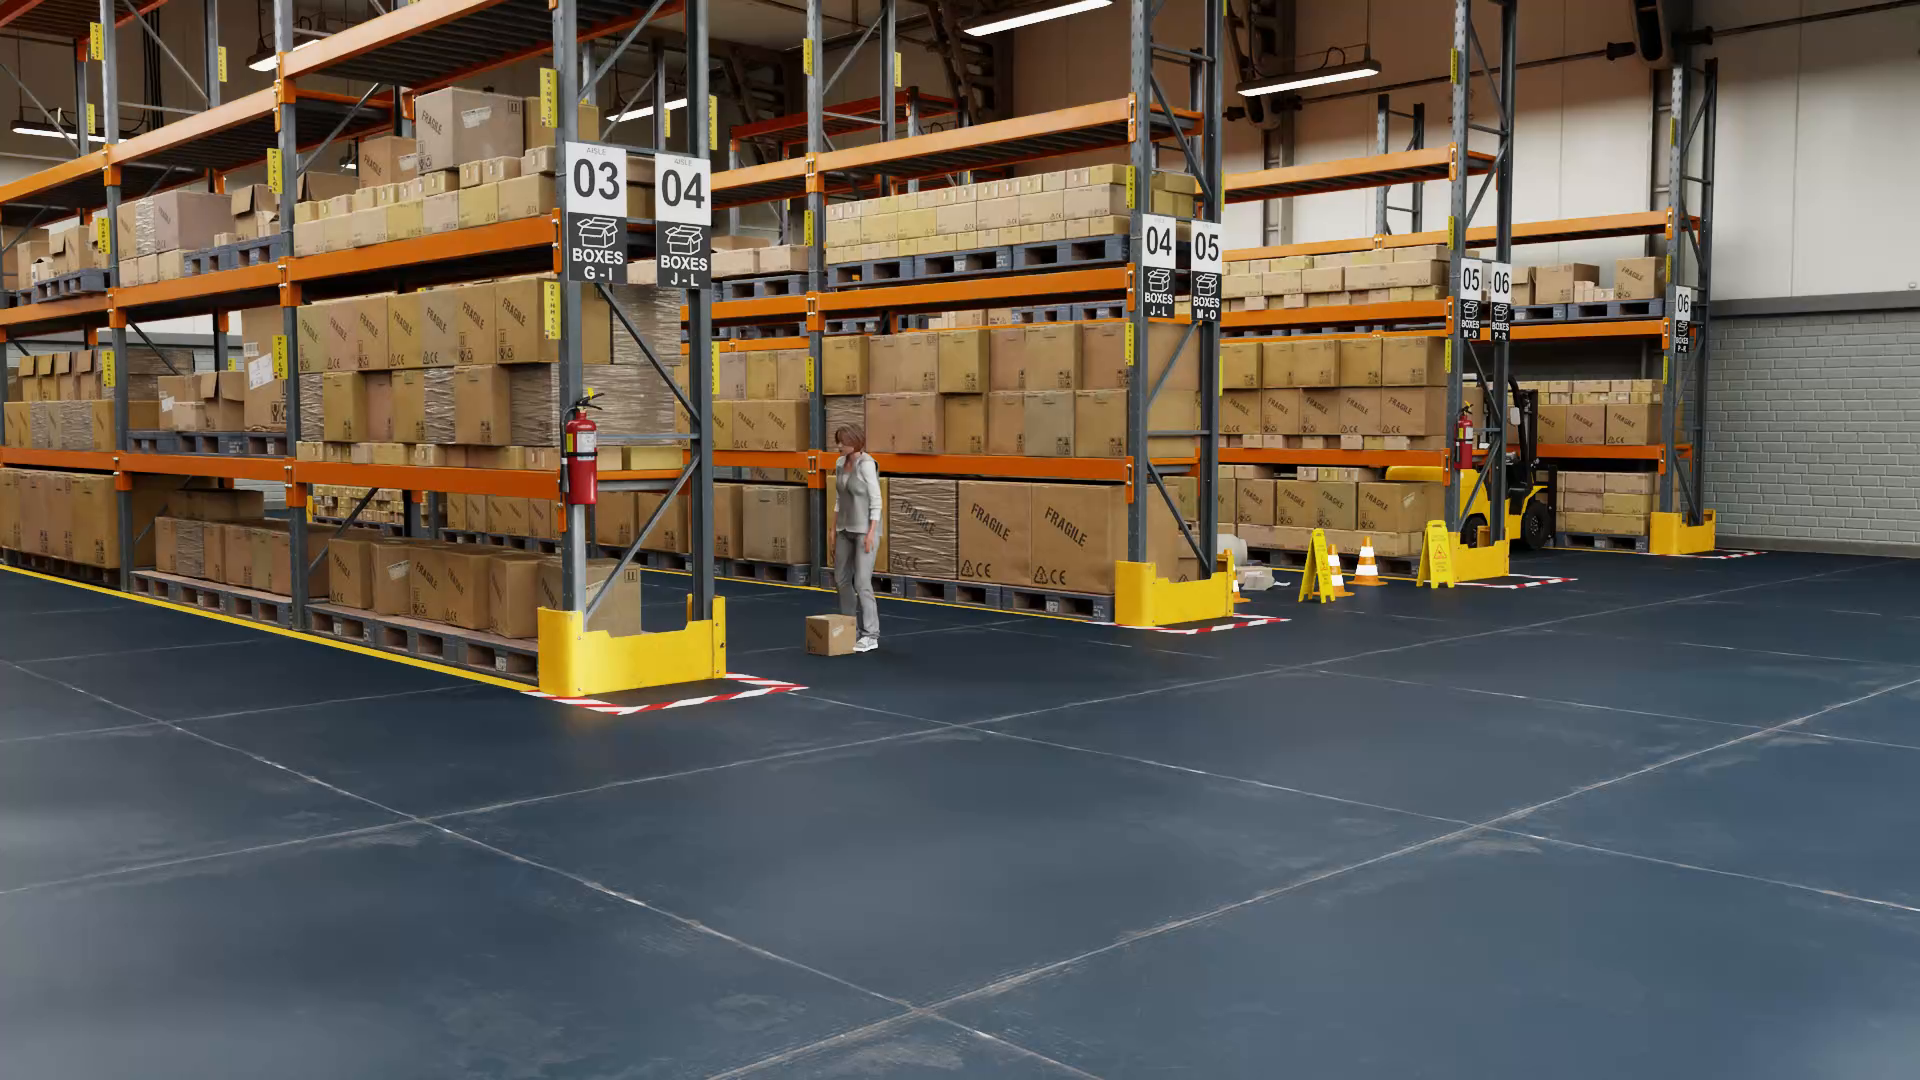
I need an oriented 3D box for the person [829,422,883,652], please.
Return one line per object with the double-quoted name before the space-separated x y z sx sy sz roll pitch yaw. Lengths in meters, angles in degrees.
"person" -0.728 -0.026 11.638 0.343 1.593 0.461 -4 6 -43
